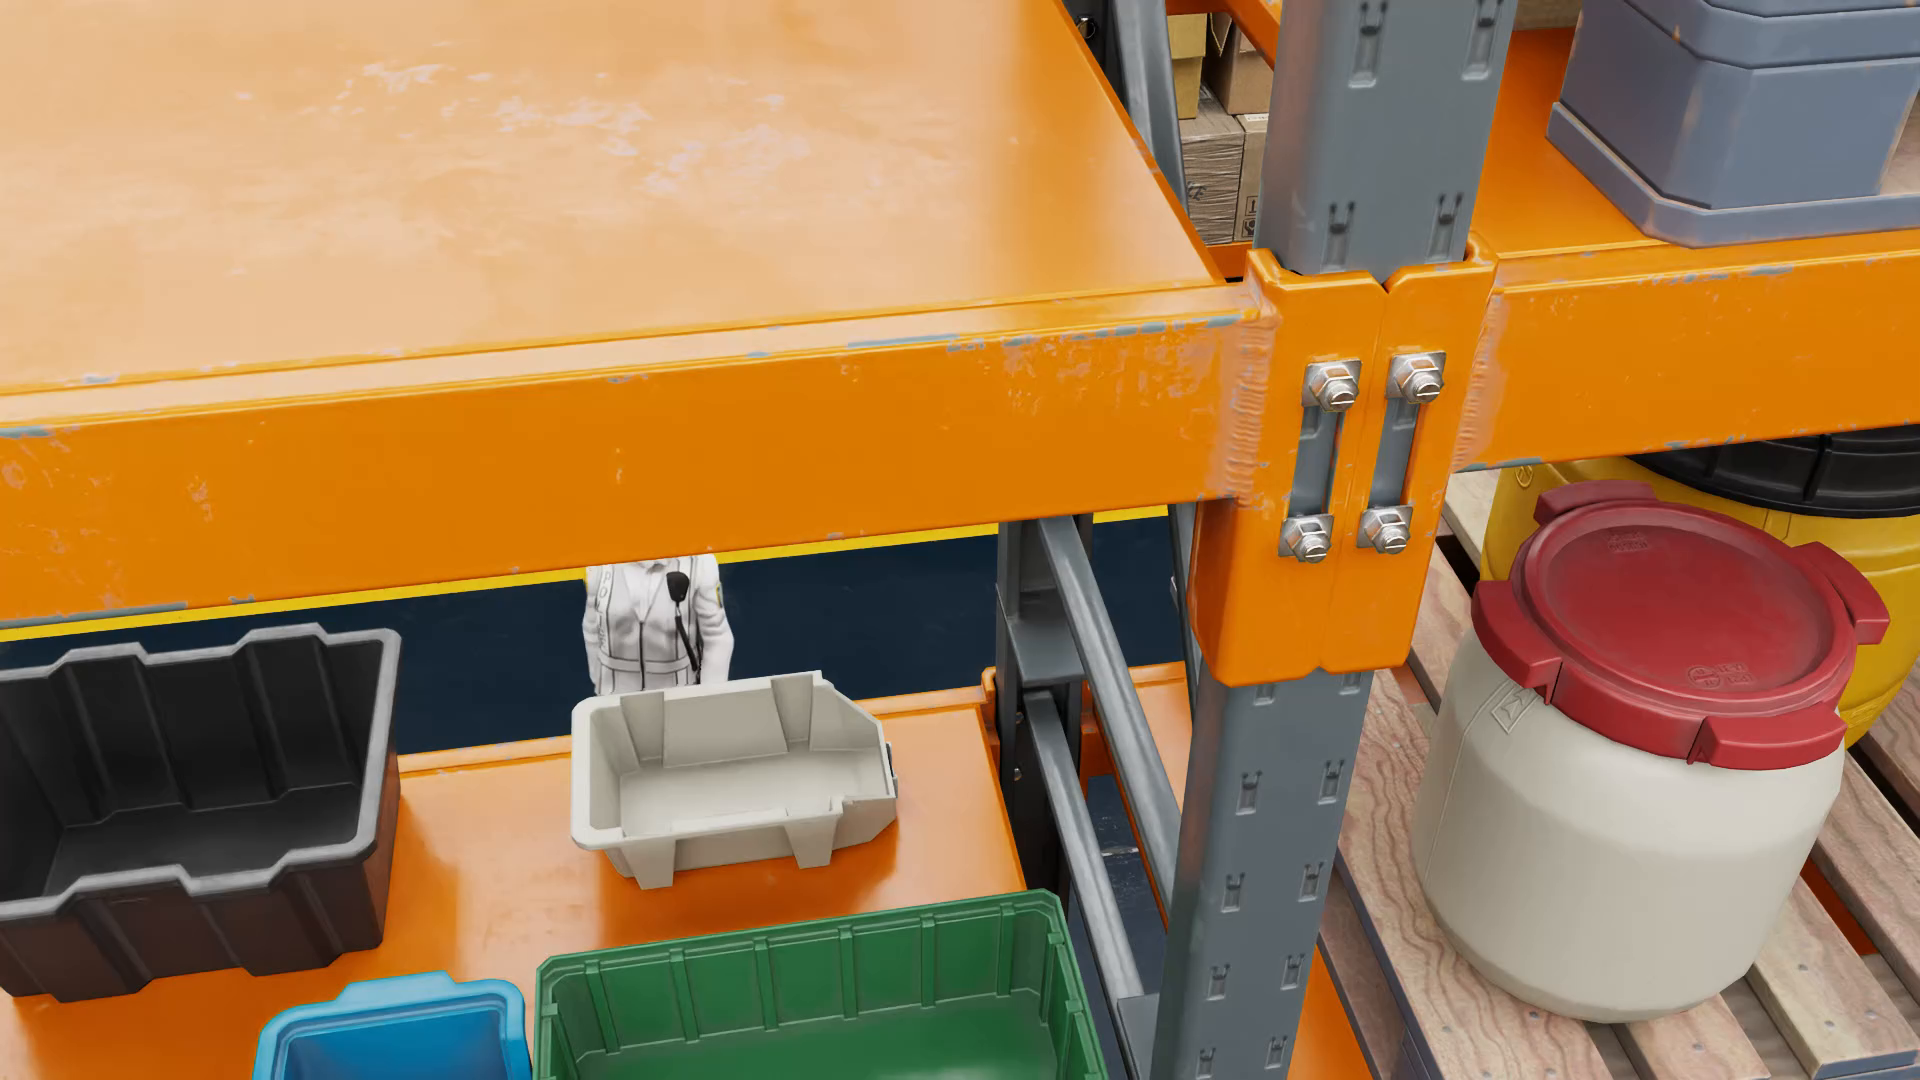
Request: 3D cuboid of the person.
[{"bbox_3d":[-0.999,0.591,5.471,0.515,1.652,0.755,1,39,1],"label":"person"}]
